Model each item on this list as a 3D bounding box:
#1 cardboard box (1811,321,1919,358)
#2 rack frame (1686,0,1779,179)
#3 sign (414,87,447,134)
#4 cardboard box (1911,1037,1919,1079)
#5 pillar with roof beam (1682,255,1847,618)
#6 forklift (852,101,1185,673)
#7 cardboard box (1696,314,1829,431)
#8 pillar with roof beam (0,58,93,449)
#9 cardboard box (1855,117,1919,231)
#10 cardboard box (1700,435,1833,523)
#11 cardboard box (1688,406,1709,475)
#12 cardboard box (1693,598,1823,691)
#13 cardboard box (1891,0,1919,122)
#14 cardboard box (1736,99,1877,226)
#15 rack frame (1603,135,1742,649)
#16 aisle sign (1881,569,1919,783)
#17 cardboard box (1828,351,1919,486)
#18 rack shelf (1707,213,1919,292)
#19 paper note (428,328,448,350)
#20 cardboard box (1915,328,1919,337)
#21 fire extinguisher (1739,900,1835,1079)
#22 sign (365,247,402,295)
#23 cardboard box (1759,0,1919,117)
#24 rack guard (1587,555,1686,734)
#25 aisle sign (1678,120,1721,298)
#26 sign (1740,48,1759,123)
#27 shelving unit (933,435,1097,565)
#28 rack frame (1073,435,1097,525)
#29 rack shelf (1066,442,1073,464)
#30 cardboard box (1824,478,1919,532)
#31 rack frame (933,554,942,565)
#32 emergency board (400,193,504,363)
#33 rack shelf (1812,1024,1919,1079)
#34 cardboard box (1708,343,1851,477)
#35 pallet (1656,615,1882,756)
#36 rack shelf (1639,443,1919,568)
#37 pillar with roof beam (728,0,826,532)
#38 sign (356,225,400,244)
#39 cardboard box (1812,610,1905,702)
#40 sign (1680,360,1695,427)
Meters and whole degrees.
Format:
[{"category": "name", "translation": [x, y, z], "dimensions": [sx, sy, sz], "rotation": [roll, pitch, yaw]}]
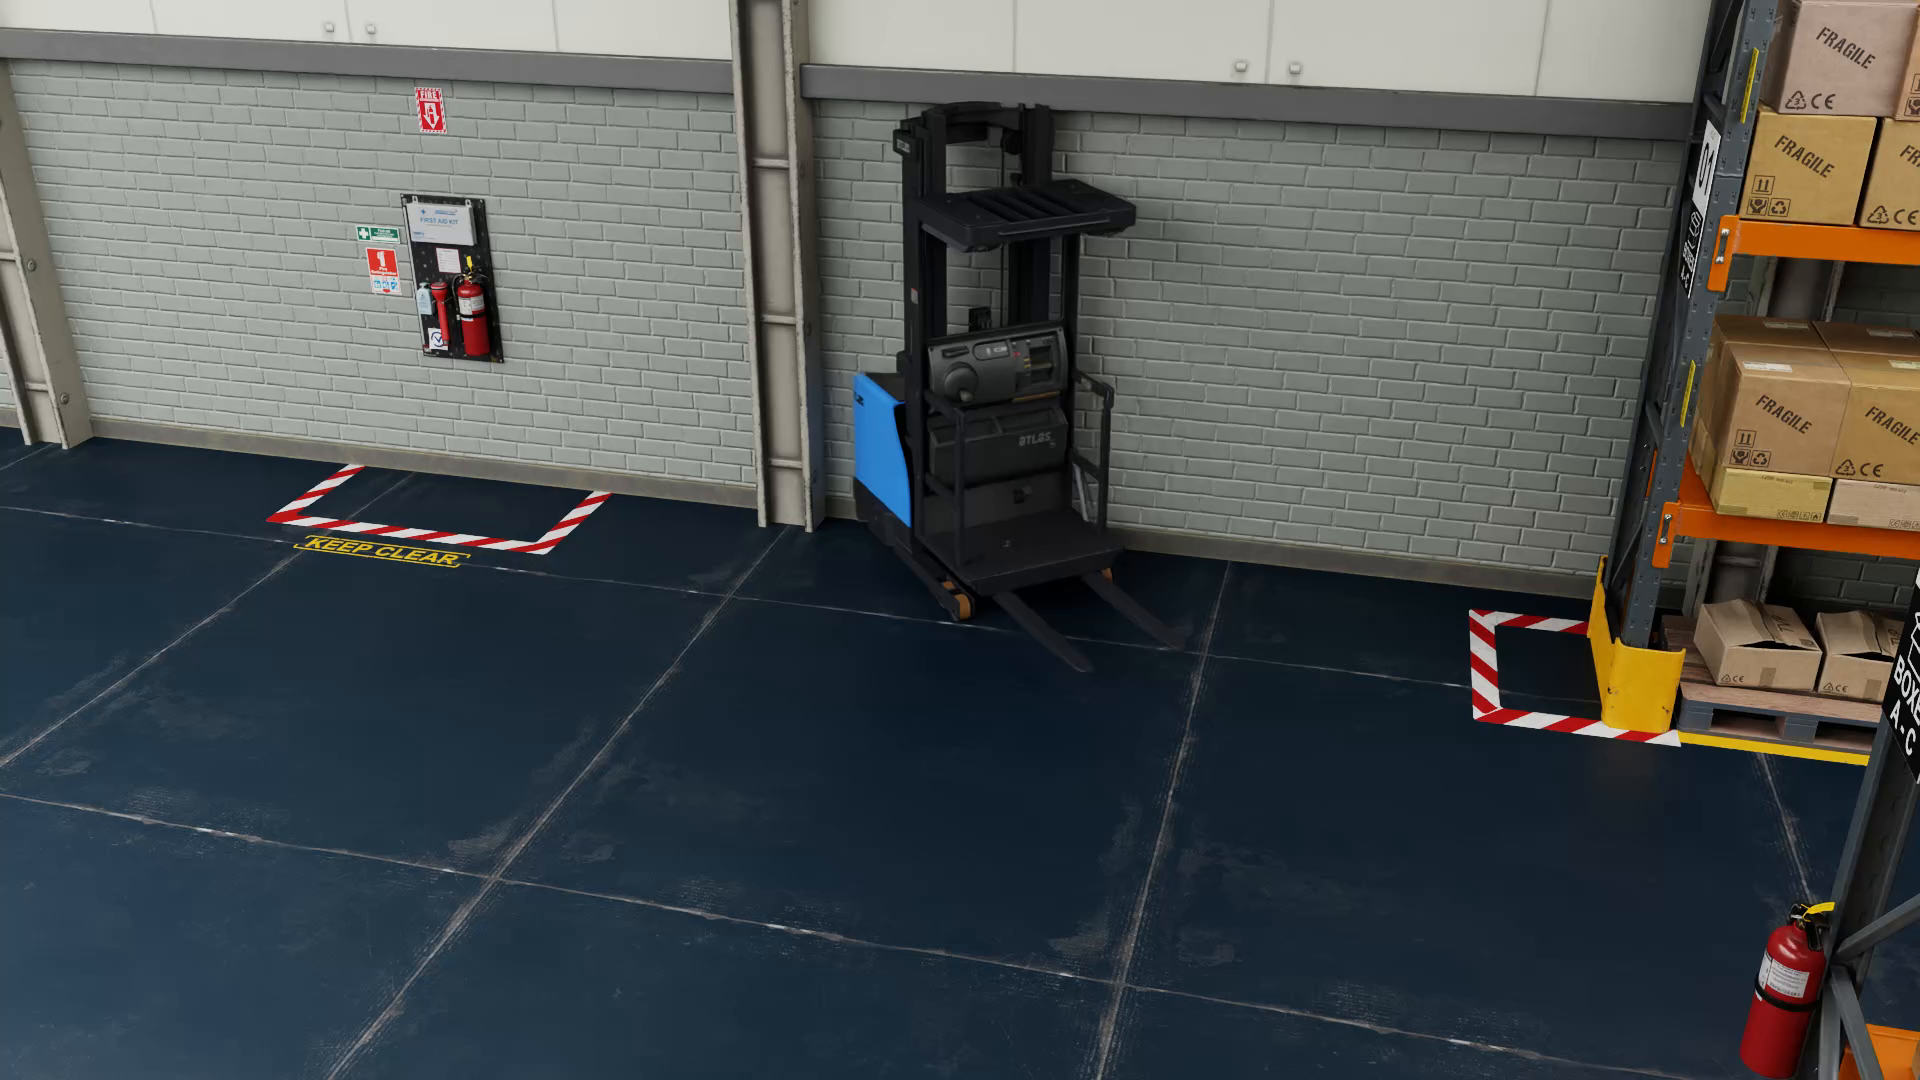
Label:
[{"category": "cardboard box", "translation": [4.754, -0.824, 8.770], "dimensions": [0.500, 0.500, 0.500], "rotation": [7, 26, 14]}, {"category": "rack frame", "translation": [3.759, -3.273, 7.656], "dimensions": [0.127, 3.000, 1.000], "rotation": [6, 26, 13]}, {"category": "sign", "translation": [-3.525, -2.861, 11.073], "dimensions": [0.199, 0.298, 0.001], "rotation": [6, 26, 13]}, {"category": "cardboard box", "translation": [2.978, 1.509, 4.475], "dimensions": [0.500, 0.500, 0.700], "rotation": [6, 26, 13]}, {"category": "pillar with roof beam", "translation": [3.580, -1.766, 4.490], "dimensions": [0.400, 9.000, 9.100], "rotation": [6, 26, 13]}, {"category": "forklift", "translation": [0.329, -1.041, 10.026], "dimensions": [1.130, 2.935, 3.031], "rotation": [-12, 28, -23]}, {"category": "cardboard box", "translation": [4.269, -0.882, 8.892], "dimensions": [0.500, 0.500, 0.500], "rotation": [6, 26, 12]}, {"category": "pillar with roof beam", "translation": [-8.041, -3.051, 7.189], "dimensions": [0.400, 9.000, 9.100], "rotation": [6, 26, 13]}, {"category": "cardboard box", "translation": [4.532, -1.760, 7.829], "dimensions": [0.500, 0.500, 0.500], "rotation": [8, 27, 16]}, {"category": "cardboard box", "translation": [4.153, -0.321, 8.586], "dimensions": [0.500, 0.250, 0.500], "rotation": [6, 26, 11]}, {"category": "cardboard box", "translation": [4.260, -0.536, 9.038], "dimensions": [0.500, 0.250, 0.500], "rotation": [7, 26, 14]}, {"category": "cardboard box", "translation": [4.407, 0.563, 9.195], "dimensions": [0.500, 0.311, 0.500], "rotation": [3, 26, 7]}, {"category": "cardboard box", "translation": [4.545, -2.207, 7.604], "dimensions": [0.500, 0.500, 0.500], "rotation": [6, 26, 12]}, {"category": "cardboard box", "translation": [4.021, -1.833, 7.981], "dimensions": [0.500, 0.500, 0.500], "rotation": [7, 26, 14]}, {"category": "rack frame", "translation": [3.759, -0.564, 8.946], "dimensions": [0.127, 3.000, 1.000], "rotation": [6, 26, 13]}, {"category": "aisle sign", "translation": [2.539, 0.195, 4.326], "dimensions": [0.004, 0.787, 0.394], "rotation": [6, 26, 13]}, {"category": "cardboard box", "translation": [4.623, -0.611, 8.322], "dimensions": [0.500, 0.500, 0.500], "rotation": [6, 26, 13]}, {"category": "rack shelf", "translation": [5.696, -1.380, 8.006], "dimensions": [4.000, 0.370, 1.077], "rotation": [6, 26, 13]}, {"category": "paper note", "translation": [-3.696, -1.422, 11.772], "dimensions": [0.142, 0.148, 0.016], "rotation": [6, 26, 13]}, {"category": "cardboard box", "translation": [5.256, -0.771, 8.658], "dimensions": [0.500, 0.500, 0.500], "rotation": [6, 26, 12]}, {"category": "fire extinguisher", "translation": [2.530, 1.327, 5.062], "dimensions": [0.183, 0.674, 0.296], "rotation": [6, 26, 13]}, {"category": "sign", "translation": [-4.052, -1.890, 11.690], "dimensions": [0.234, 0.329, 0.001], "rotation": [6, 26, 13]}, {"category": "cardboard box", "translation": [4.072, -2.282, 7.761], "dimensions": [0.500, 0.500, 0.500], "rotation": [4, 26, 9]}, {"category": "rack guard", "translation": [3.833, 0.573, 9.466], "dimensions": [0.348, 0.500, 1.175], "rotation": [6, 26, 13]}, {"category": "aisle sign", "translation": [3.615, -1.621, 8.141], "dimensions": [0.004, 0.787, 0.394], "rotation": [6, 26, 13]}, {"category": "sign", "translation": [3.624, -2.087, 7.638], "dimensions": [0.005, 0.325, 0.100], "rotation": [6, 26, 13]}, {"category": "shelving unit", "translation": [0.272, -0.651, 11.074], "dimensions": [1.048, 1.500, 0.538], "rotation": [-11, -7, 12]}, {"category": "rack frame", "translation": [0.759, -0.744, 10.966], "dimensions": [0.032, 1.500, 0.500], "rotation": [-11, -7, 12]}, {"category": "rack shelf", "translation": [0.301, -0.475, 11.054], "dimensions": [1.000, 0.185, 0.538], "rotation": [-11, -7, 12]}, {"category": "cardboard box", "translation": [4.659, -0.271, 8.482], "dimensions": [0.500, 0.250, 0.500], "rotation": [5, 26, 11]}, {"category": "rack frame", "translation": [-0.216, -0.557, 11.183], "dimensions": [0.032, 1.500, 0.500], "rotation": [-11, -7, 12]}, {"category": "emergency board", "translation": [-3.542, -1.772, 11.483], "dimensions": [0.643, 1.169, 0.194], "rotation": [6, 26, 13]}, {"category": "rack shelf", "translation": [4.466, 2.037, 4.318], "dimensions": [4.000, 0.370, 1.077], "rotation": [6, 26, 13]}, {"category": "cardboard box", "translation": [4.147, -0.668, 8.442], "dimensions": [0.500, 0.500, 0.500], "rotation": [6, 26, 13]}, {"category": "pallet", "translation": [4.611, 0.805, 9.314], "dimensions": [1.213, 0.211, 1.003], "rotation": [6, 26, 13]}, {"category": "rack shelf", "translation": [5.696, -0.025, 8.650], "dimensions": [4.000, 0.370, 1.077], "rotation": [6, 26, 13]}, {"category": "pillar with roof beam", "translation": [-2.230, -2.408, 5.840], "dimensions": [0.400, 9.000, 9.100], "rotation": [6, 26, 13]}, {"category": "sign", "translation": [-4.050, -2.125, 11.567], "dimensions": [0.331, 0.109, 0.001], "rotation": [6, 26, 13]}, {"category": "cardboard box", "translation": [4.959, 0.624, 9.066], "dimensions": [0.500, 0.311, 0.500], "rotation": [9, 27, 17]}, {"category": "sign", "translation": [3.624, -0.729, 8.285], "dimensions": [0.005, 0.325, 0.100], "rotation": [6, 26, 13]}]
